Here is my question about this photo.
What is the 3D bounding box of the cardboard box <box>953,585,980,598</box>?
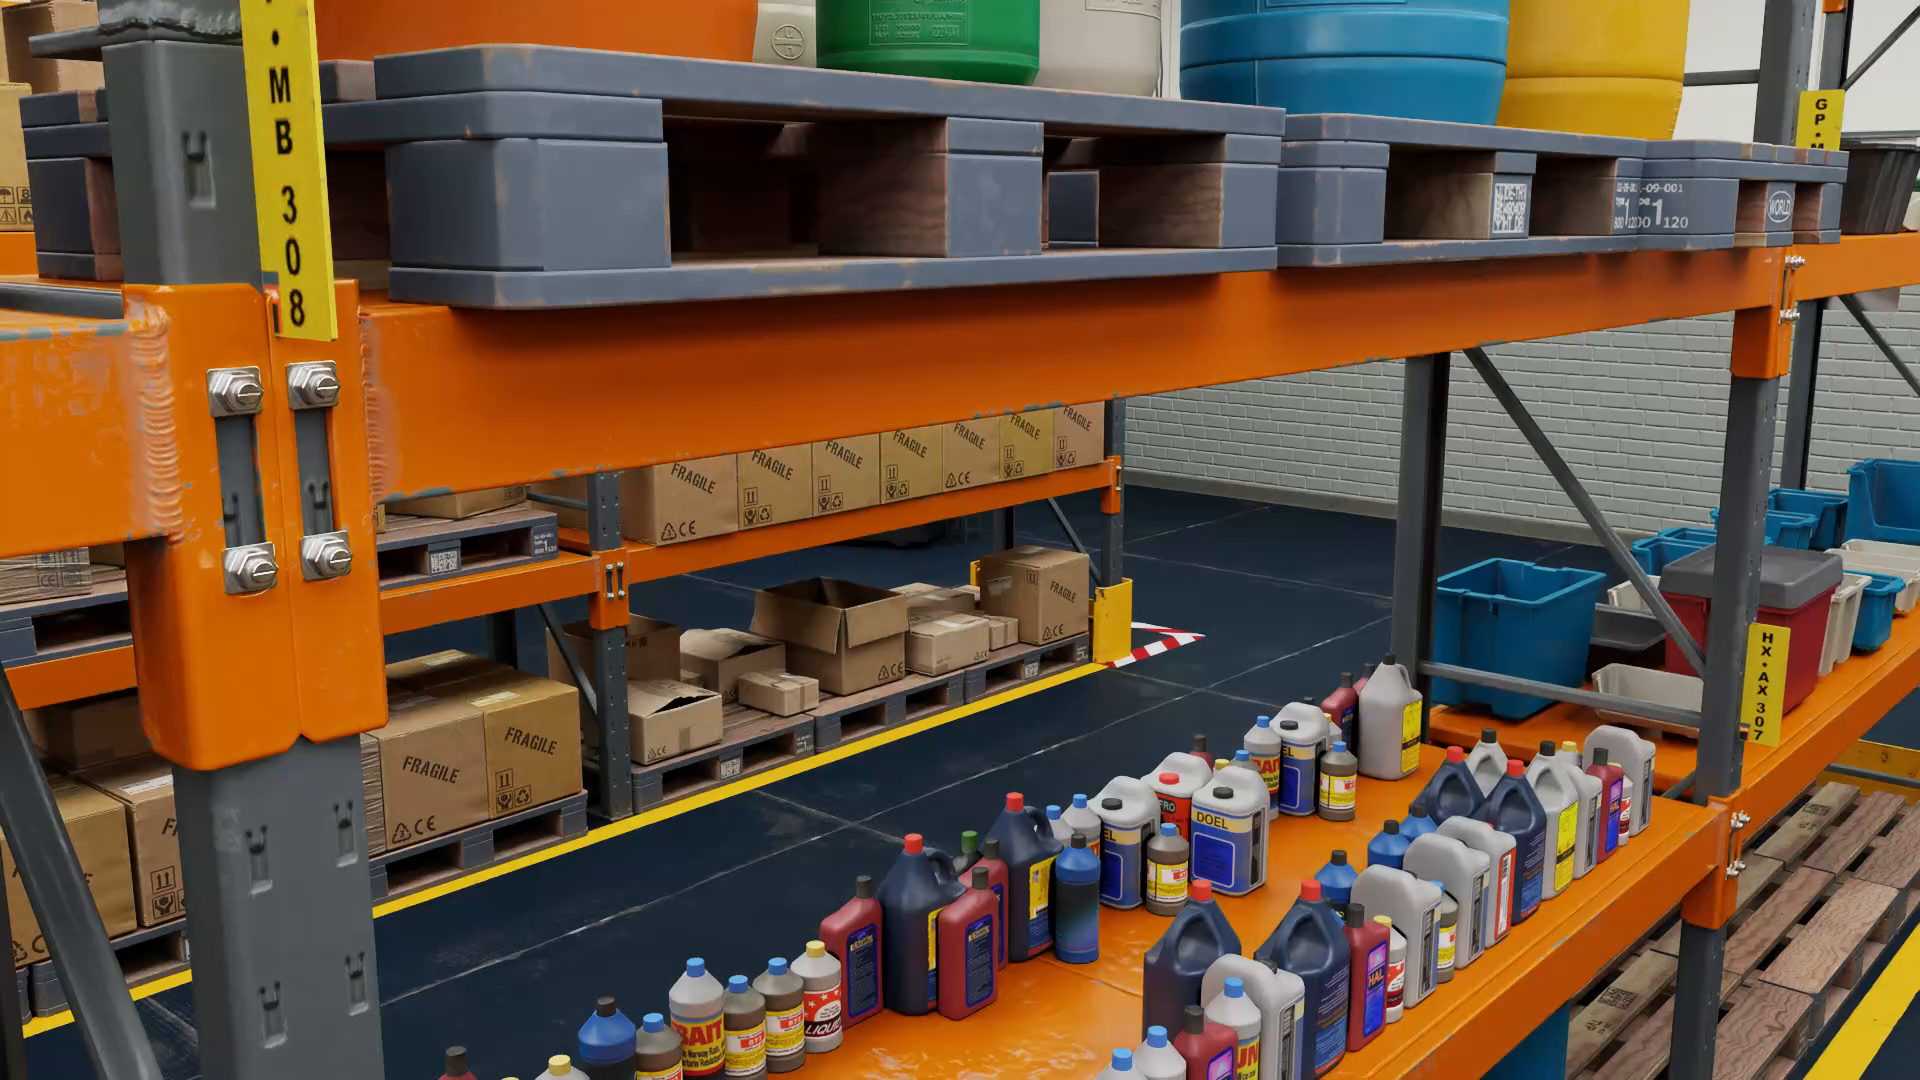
[{"bbox_3d":[0.113,0.419,11.110,0.380,0.149,0.250,10,15,40],"label":"cardboard box"}]

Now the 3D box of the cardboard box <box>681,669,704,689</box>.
[{"bbox_3d":[-1.627,0.807,9.168,0.380,0.149,0.250,10,15,40],"label":"cardboard box"}]

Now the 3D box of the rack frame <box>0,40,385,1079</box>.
[{"bbox_3d":[-0.915,1.038,1.858,1.000,3.000,0.127,10,15,40],"label":"rack frame"}]

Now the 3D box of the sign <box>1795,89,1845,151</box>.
[{"bbox_3d":[2.138,-0.955,4.152,0.100,0.325,0.005,10,15,40],"label":"sign"}]

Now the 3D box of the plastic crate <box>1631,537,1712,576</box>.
[{"bbox_3d":[2.889,0.145,6.601,0.416,0.233,0.300,10,15,40],"label":"plastic crate"}]

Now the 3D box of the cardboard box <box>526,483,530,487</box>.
[{"bbox_3d":[-3.579,-0.522,13.322,0.380,0.149,0.250,10,15,42],"label":"cardboard box"}]

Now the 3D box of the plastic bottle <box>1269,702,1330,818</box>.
[{"bbox_3d":[0.892,0.583,4.452,0.152,0.276,0.135,10,15,40],"label":"plastic bottle"}]

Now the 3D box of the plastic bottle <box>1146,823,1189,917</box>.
[{"bbox_3d":[0.476,0.749,3.809,0.097,0.201,0.097,0,11,0],"label":"plastic bottle"}]

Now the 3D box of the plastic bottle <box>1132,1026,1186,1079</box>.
[{"bbox_3d":[0.321,0.929,2.728,0.097,0.271,0.097,0,11,0],"label":"plastic bottle"}]

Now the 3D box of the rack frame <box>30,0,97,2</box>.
[{"bbox_3d":[-5.716,-3.774,10.630,1.000,3.000,0.127,10,15,40],"label":"rack frame"}]

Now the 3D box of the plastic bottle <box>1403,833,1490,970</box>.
[{"bbox_3d":[1.045,0.757,3.577,0.152,0.276,0.135,10,15,40],"label":"plastic bottle"}]

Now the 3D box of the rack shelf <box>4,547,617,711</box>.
[{"bbox_3d":[-3.313,0.455,6.611,1.077,0.370,4.000,10,15,40],"label":"rack shelf"}]

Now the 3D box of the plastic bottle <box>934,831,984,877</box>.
[{"bbox_3d":[-0.004,0.765,3.520,0.061,0.283,0.133,10,15,40],"label":"plastic bottle"}]

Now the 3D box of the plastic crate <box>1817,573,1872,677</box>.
[{"bbox_3d":[2.872,0.277,5.815,0.437,0.282,0.530,10,15,40],"label":"plastic crate"}]

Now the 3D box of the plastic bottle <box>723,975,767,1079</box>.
[{"bbox_3d":[-0.405,0.900,3.053,0.097,0.201,0.097,0,11,0],"label":"plastic bottle"}]

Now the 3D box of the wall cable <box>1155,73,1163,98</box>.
[{"bbox_3d":[0.926,-3.625,17.815,3.097,2.526,0.112,10,15,40],"label":"wall cable"}]

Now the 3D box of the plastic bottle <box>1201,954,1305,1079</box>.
[{"bbox_3d":[0.529,0.873,3.001,0.152,0.276,0.135,10,15,40],"label":"plastic bottle"}]

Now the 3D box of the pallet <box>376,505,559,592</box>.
[{"bbox_3d":[-2.602,0.006,7.514,1.003,0.211,1.213,10,15,40],"label":"pallet"}]

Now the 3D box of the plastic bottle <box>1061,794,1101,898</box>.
[{"bbox_3d":[0.272,0.715,3.802,0.097,0.271,0.097,0,11,0],"label":"plastic bottle"}]

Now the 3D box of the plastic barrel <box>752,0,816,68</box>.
[{"bbox_3d":[-0.317,-0.748,2.421,0.301,0.262,0.301,0,11,0],"label":"plastic barrel"}]

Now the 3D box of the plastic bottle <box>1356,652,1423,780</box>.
[{"bbox_3d":[1.223,0.489,4.730,0.144,0.351,0.185,10,15,40],"label":"plastic bottle"}]

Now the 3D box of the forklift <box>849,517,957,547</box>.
[{"bbox_3d":[-1.604,-1.518,14.826,3.031,2.935,1.130,3,12,15],"label":"forklift"}]

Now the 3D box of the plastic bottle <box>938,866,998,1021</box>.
[{"bbox_3d":[0.017,0.803,3.328,0.061,0.283,0.133,10,15,40],"label":"plastic bottle"}]

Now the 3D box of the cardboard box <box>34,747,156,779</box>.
[{"bbox_3d":[-3.508,1.085,6.881,0.500,0.500,0.500,9,14,38],"label":"cardboard box"}]

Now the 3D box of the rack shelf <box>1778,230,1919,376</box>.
[{"bbox_3d":[3.046,-0.963,6.054,1.077,0.370,4.000,10,15,40],"label":"rack shelf"}]

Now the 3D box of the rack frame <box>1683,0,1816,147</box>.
[{"bbox_3d":[1.726,-2.493,4.217,1.000,3.000,0.127,10,15,40],"label":"rack frame"}]

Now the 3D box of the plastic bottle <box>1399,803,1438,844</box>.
[{"bbox_3d":[1.028,0.727,3.744,0.097,0.271,0.097,0,11,0],"label":"plastic bottle"}]

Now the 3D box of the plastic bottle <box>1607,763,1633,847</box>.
[{"bbox_3d":[1.652,0.667,4.221,0.097,0.201,0.097,0,11,0],"label":"plastic bottle"}]

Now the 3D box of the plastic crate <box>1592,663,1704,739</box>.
[{"bbox_3d":[2.140,0.499,5.074,0.396,0.136,0.243,10,15,40],"label":"plastic crate"}]

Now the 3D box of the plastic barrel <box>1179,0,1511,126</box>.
[{"bbox_3d":[0.714,-1.203,3.064,0.600,0.901,0.708,10,15,40],"label":"plastic barrel"}]

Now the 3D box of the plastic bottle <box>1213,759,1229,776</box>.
[{"bbox_3d":[0.667,0.661,4.249,0.097,0.201,0.097,0,11,0],"label":"plastic bottle"}]

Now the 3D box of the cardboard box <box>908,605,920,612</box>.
[{"bbox_3d":[-0.584,0.543,10.233,0.500,0.250,0.500,10,15,40],"label":"cardboard box"}]

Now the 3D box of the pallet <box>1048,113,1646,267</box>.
[{"bbox_3d":[0.535,-0.634,3.051,1.003,0.211,1.213,10,15,40],"label":"pallet"}]

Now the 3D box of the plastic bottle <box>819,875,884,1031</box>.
[{"bbox_3d":[-0.214,0.812,3.285,0.061,0.283,0.133,10,15,40],"label":"plastic bottle"}]

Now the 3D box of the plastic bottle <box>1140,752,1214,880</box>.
[{"bbox_3d":[0.523,0.665,4.040,0.152,0.276,0.135,10,15,40],"label":"plastic bottle"}]

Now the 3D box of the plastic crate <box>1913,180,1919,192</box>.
[{"bbox_3d":[3.929,-1.324,6.566,0.450,0.188,0.336,10,15,40],"label":"plastic crate"}]

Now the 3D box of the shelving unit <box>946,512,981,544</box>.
[{"bbox_3d":[0.029,-0.585,14.575,0.258,1.200,0.189,10,15,40],"label":"shelving unit"}]

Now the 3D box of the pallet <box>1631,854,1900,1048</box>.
[{"bbox_3d":[2.987,1.523,6.547,1.003,0.211,1.213,10,15,40],"label":"pallet"}]

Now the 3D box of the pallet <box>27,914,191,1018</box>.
[{"bbox_3d":[-3.306,1.481,6.760,1.003,0.211,1.213,10,15,40],"label":"pallet"}]

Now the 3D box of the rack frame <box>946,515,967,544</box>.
[{"bbox_3d":[-0.031,-0.571,14.507,0.240,1.200,0.006,10,15,40],"label":"rack frame"}]

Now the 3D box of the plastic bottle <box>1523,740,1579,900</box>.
[{"bbox_3d":[1.365,0.651,3.920,0.144,0.351,0.185,10,15,40],"label":"plastic bottle"}]

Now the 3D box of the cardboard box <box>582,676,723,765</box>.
[{"bbox_3d":[-1.553,0.877,8.403,0.500,0.311,0.500,10,15,40],"label":"cardboard box"}]

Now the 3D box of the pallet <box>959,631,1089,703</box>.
[{"bbox_3d":[0.072,0.716,10.589,1.003,0.211,1.213,10,15,40],"label":"pallet"}]

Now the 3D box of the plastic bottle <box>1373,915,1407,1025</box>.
[{"bbox_3d":[0.836,0.849,3.310,0.097,0.201,0.097,0,11,0],"label":"plastic bottle"}]

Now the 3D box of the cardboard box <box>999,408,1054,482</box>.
[{"bbox_3d":[0.217,-0.652,10.060,0.500,0.500,0.500,10,15,41],"label":"cardboard box"}]

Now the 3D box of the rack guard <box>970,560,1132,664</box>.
[{"bbox_3d":[0.598,0.457,11.149,1.175,0.500,0.348,10,15,40],"label":"rack guard"}]

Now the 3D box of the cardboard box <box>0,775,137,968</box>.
[{"bbox_3d":[-3.442,1.226,6.174,0.500,0.500,0.500,10,15,40],"label":"cardboard box"}]

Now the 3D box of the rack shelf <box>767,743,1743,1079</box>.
[{"bbox_3d":[0.405,1.096,3.401,1.077,0.370,4.000,10,15,40],"label":"rack shelf"}]

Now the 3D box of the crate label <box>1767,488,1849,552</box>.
[{"bbox_3d":[3.956,-0.093,7.792,0.416,0.233,0.303,10,15,40],"label":"crate label"}]

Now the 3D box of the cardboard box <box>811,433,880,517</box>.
[{"bbox_3d":[-0.784,-0.430,8.949,0.500,0.500,0.500,10,15,40],"label":"cardboard box"}]

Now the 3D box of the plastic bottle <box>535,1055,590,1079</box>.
[{"bbox_3d":[-0.662,0.957,2.766,0.097,0.201,0.097,0,11,0],"label":"plastic bottle"}]

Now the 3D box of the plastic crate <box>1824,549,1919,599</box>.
[{"bbox_3d":[3.762,0.145,6.849,0.396,0.136,0.243,10,15,40],"label":"plastic crate"}]

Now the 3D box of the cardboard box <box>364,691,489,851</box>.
[{"bbox_3d":[-2.436,0.999,7.307,0.500,0.500,0.500,10,15,41],"label":"cardboard box"}]

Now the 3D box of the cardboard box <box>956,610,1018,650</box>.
[{"bbox_3d":[0.139,0.553,10.394,0.380,0.166,0.250,10,15,40],"label":"cardboard box"}]

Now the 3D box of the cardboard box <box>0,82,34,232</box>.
[{"bbox_3d":[-3.691,-1.343,5.865,0.910,0.500,0.500,10,15,40],"label":"cardboard box"}]

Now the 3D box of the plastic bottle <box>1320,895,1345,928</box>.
[{"bbox_3d":[0.703,0.826,3.245,0.097,0.271,0.097,0,11,0],"label":"plastic bottle"}]

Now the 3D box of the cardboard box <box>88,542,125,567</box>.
[{"bbox_3d":[-3.113,-0.179,6.621,0.700,0.500,0.500,6,13,26],"label":"cardboard box"}]

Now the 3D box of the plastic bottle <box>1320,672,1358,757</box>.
[{"bbox_3d":[1.075,0.525,4.723,0.061,0.283,0.133,10,15,40],"label":"plastic bottle"}]
